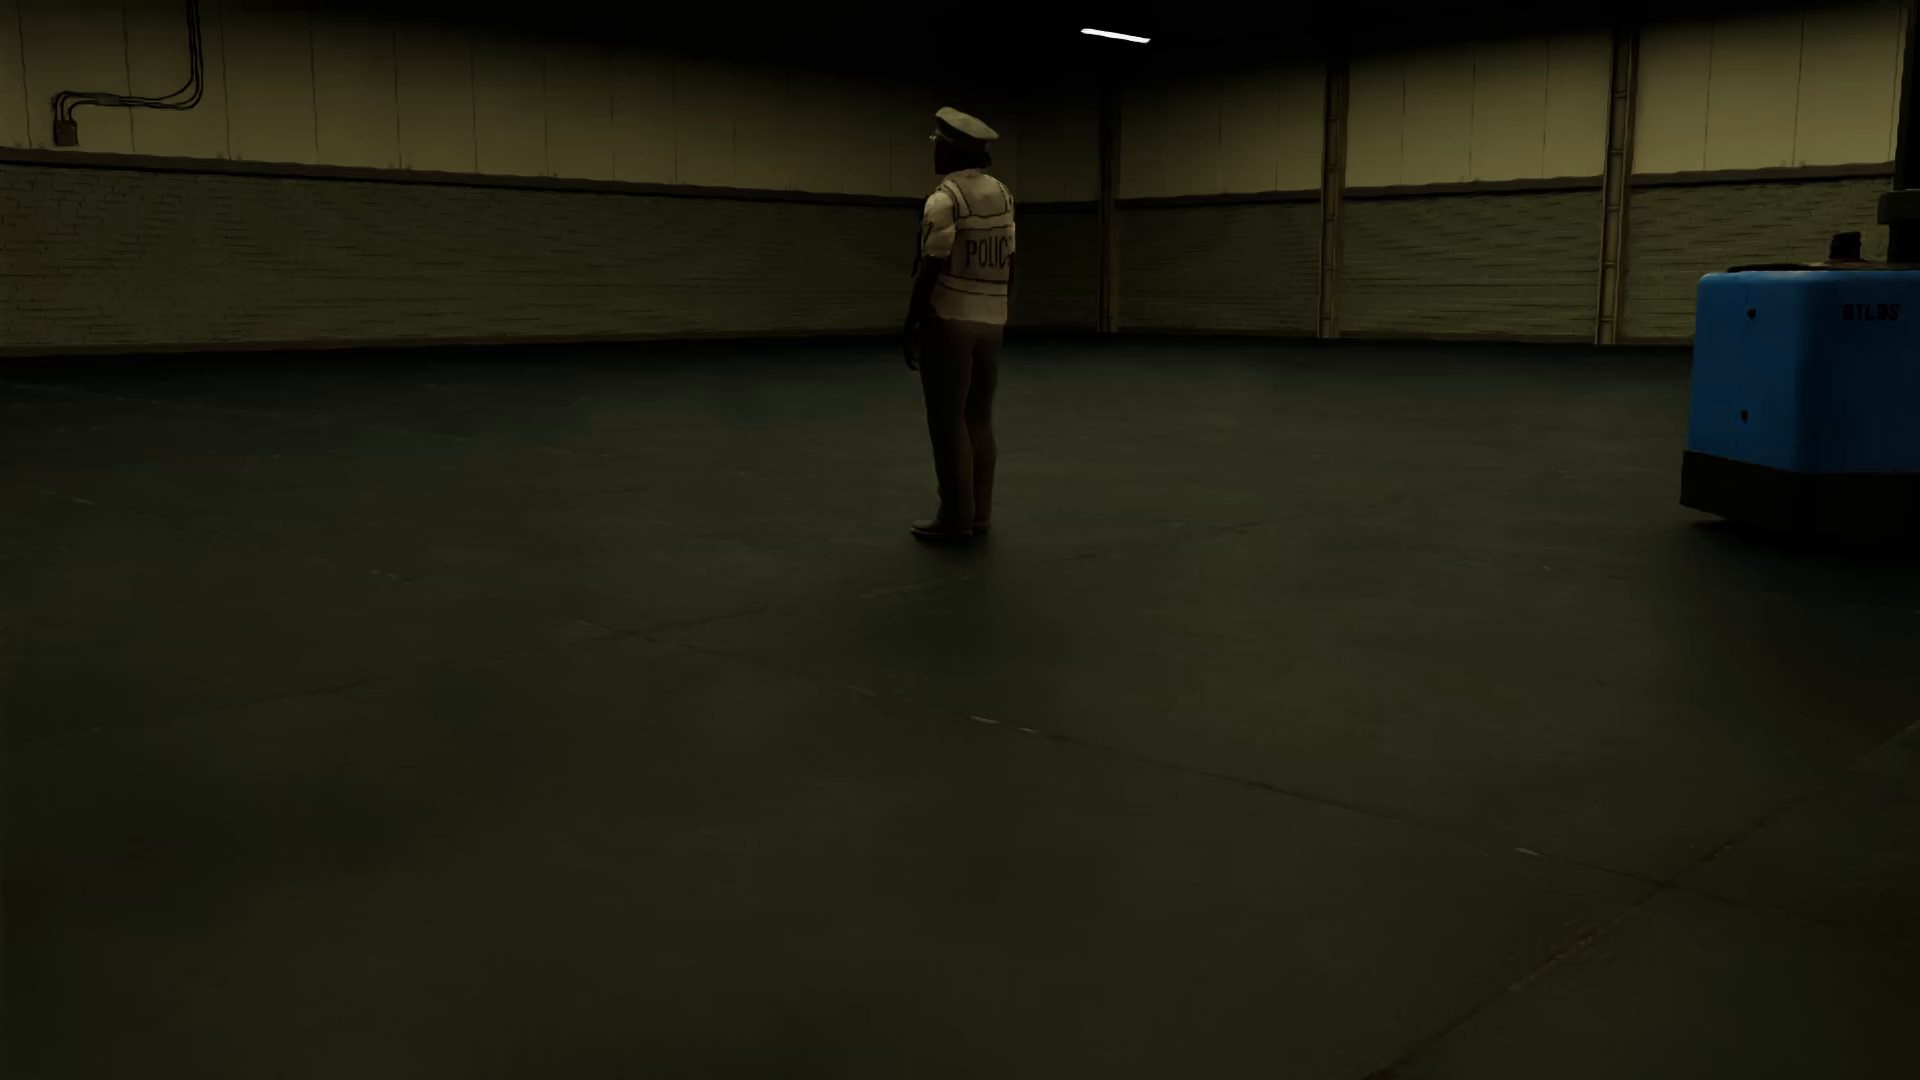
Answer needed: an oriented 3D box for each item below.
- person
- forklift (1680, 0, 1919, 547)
[{"bbox_3d":[-0.040,-0.854,6.656,0.529,1.693,0.570,8,12,43],"label":"person"},{"bbox_3d":[4.674,-1.474,6.666,3.031,2.935,1.130,0,9,-1],"label":"forklift"}]
